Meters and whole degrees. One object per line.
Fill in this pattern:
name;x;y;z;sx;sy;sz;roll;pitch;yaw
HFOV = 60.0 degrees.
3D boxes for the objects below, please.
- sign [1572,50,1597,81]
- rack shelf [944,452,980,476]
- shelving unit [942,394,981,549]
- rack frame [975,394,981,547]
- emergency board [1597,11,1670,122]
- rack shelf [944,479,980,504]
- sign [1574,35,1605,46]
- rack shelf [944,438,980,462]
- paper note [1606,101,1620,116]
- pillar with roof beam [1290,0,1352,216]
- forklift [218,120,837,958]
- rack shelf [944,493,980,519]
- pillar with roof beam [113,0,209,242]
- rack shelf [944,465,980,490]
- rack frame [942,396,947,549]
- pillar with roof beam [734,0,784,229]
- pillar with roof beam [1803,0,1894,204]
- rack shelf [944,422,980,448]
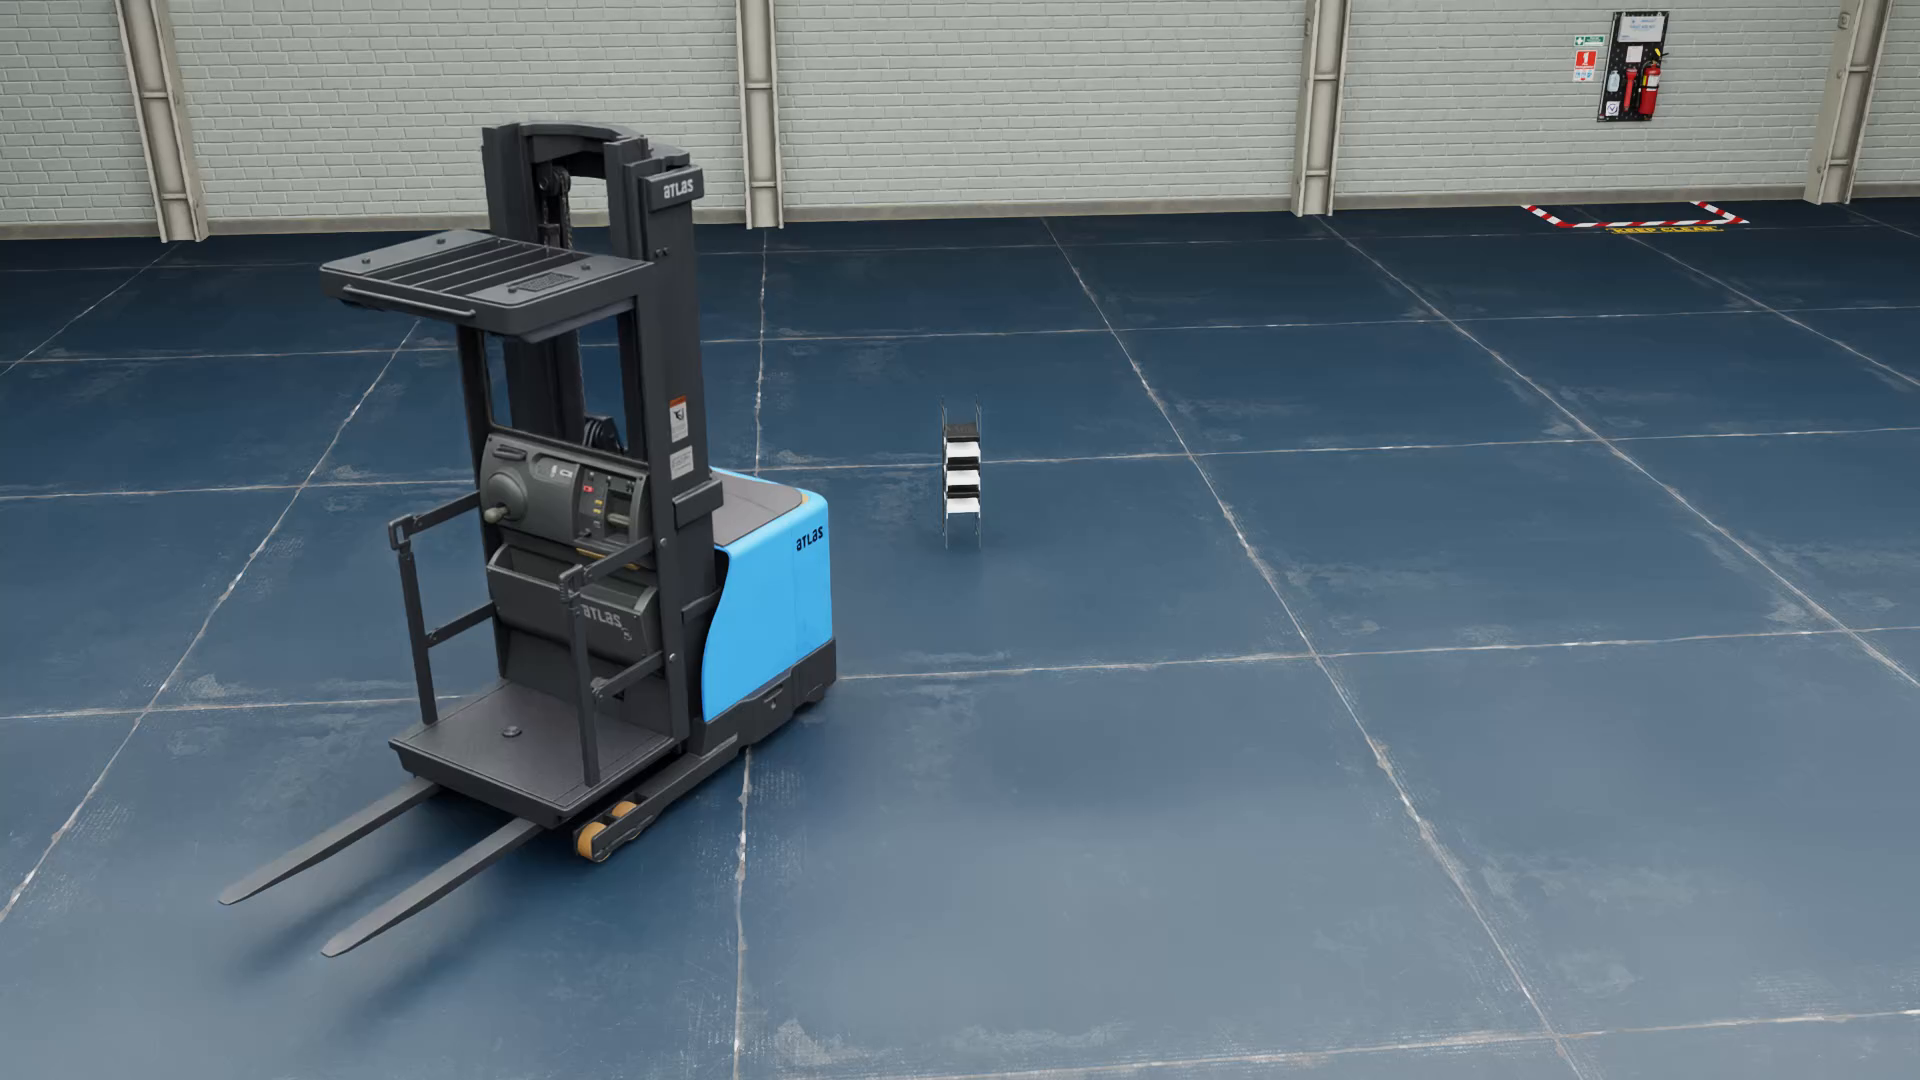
sign;6.829;-5.182;18.171;0.234;0.329;0.001;-2;24;-5
rack shelf;0.008;-0.463;10.045;0.200;0.077;0.258;-2;24;-5
shelving unit;0.008;-0.412;10.068;0.210;0.900;0.258;-2;24;-5
rack frame;0.109;-0.416;10.077;0.006;0.900;0.240;-2;24;-5
emergency board;7.389;-5.146;18.134;0.643;1.169;0.194;-2;24;-5
rack shelf;0.008;-0.299;10.118;0.200;0.077;0.258;-2;24;-5
sign;6.834;-5.420;18.056;0.331;0.109;0.001;-2;24;-5
rack shelf;0.008;-0.546;10.008;0.200;0.077;0.258;-2;24;-5
paper note;7.206;-4.764;18.360;0.142;0.148;0.016;-2;24;-5
pillar with roof beam;4.304;-5.991;12.649;0.400;9.000;9.100;-2;24;-5
forklift;-1.834;-0.174;7.032;1.130;2.935;3.031;14;28;29
rack shelf;0.008;-0.217;10.155;0.200;0.077;0.258;-2;24;-5
pillar with roof beam;-7.637;-5.512;11.571;0.400;9.000;9.100;-2;24;-5
rack shelf;0.008;-0.381;10.081;0.200;0.077;0.258;-2;24;-5
rack frame;-0.093;-0.407;10.059;0.006;0.900;0.240;-2;24;-5
pillar with roof beam;-1.666;-5.751;12.110;0.400;9.000;9.100;-2;24;-5
pillar with roof beam;10.275;-6.230;13.188;0.400;9.000;9.100;-2;24;-5
rack shelf;0.008;-0.628;9.972;0.200;0.077;0.258;-2;24;-5
